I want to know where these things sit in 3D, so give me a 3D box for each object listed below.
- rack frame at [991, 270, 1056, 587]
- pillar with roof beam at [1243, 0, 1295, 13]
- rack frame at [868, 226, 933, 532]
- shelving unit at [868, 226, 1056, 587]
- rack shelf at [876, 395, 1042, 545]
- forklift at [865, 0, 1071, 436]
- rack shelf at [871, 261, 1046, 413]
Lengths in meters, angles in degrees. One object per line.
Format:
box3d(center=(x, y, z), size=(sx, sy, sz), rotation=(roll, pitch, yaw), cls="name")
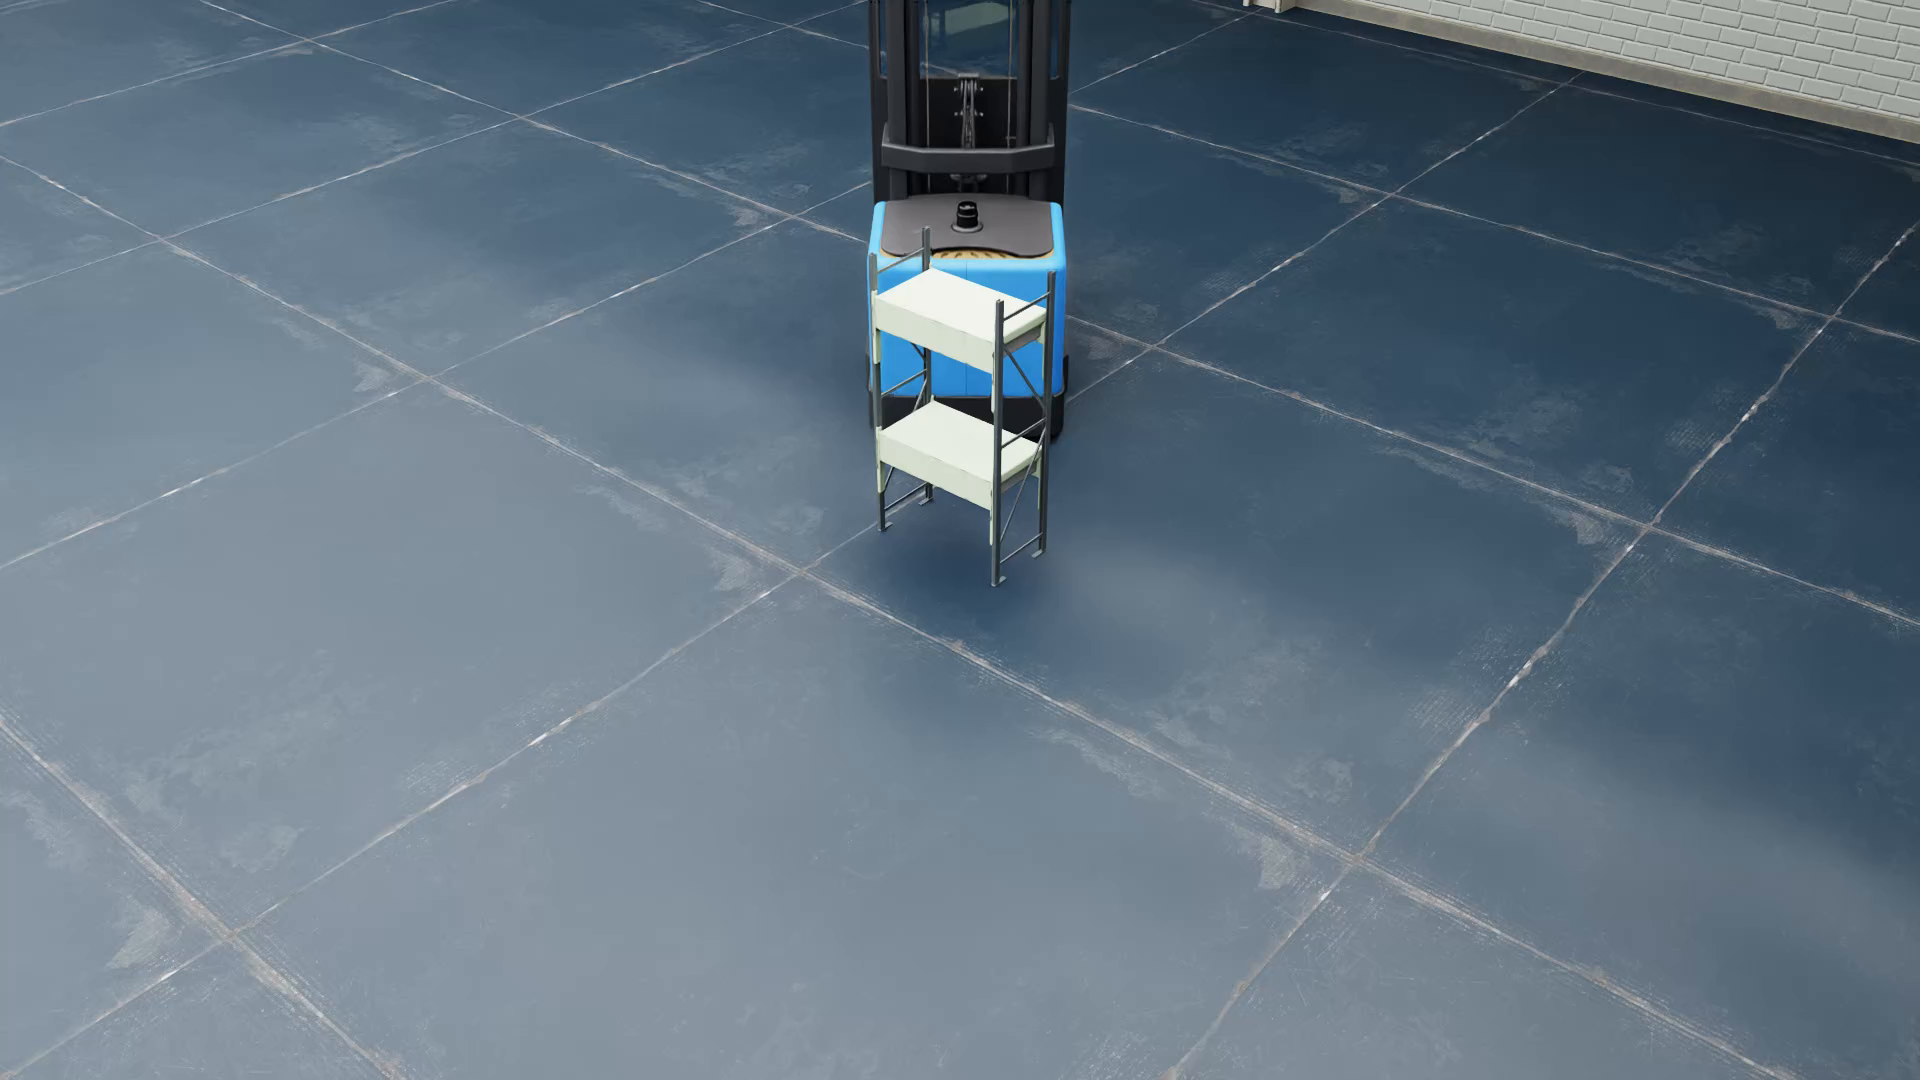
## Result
box3d(center=(0.286, -0.483, 7.629), size=(0.023, 1.500, 0.400), rotation=(25, 42, 32), cls="rack frame")
box3d(center=(0.135, -6.826, 10.241), size=(0.400, 9.000, 9.100), rotation=(25, 42, 32), cls="pillar with roof beam")
box3d(center=(-0.276, -0.748, 8.015), size=(0.023, 1.500, 0.400), rotation=(25, 42, 32), cls="rack frame")
box3d(center=(0.005, -0.616, 7.822), size=(0.755, 1.500, 0.431), rotation=(25, 42, 32), cls="shelving unit")
box3d(center=(0.005, -0.347, 8.006), size=(0.720, 0.370, 0.431), rotation=(25, 42, 32), cls="rack shelf")
box3d(center=(0.053, -2.565, 9.396), size=(1.130, 2.935, 3.031), rotation=(0, 34, 1), cls="forklift")
box3d(center=(0.005, -0.938, 7.601), size=(0.720, 0.370, 0.431), rotation=(25, 42, 32), cls="rack shelf")
